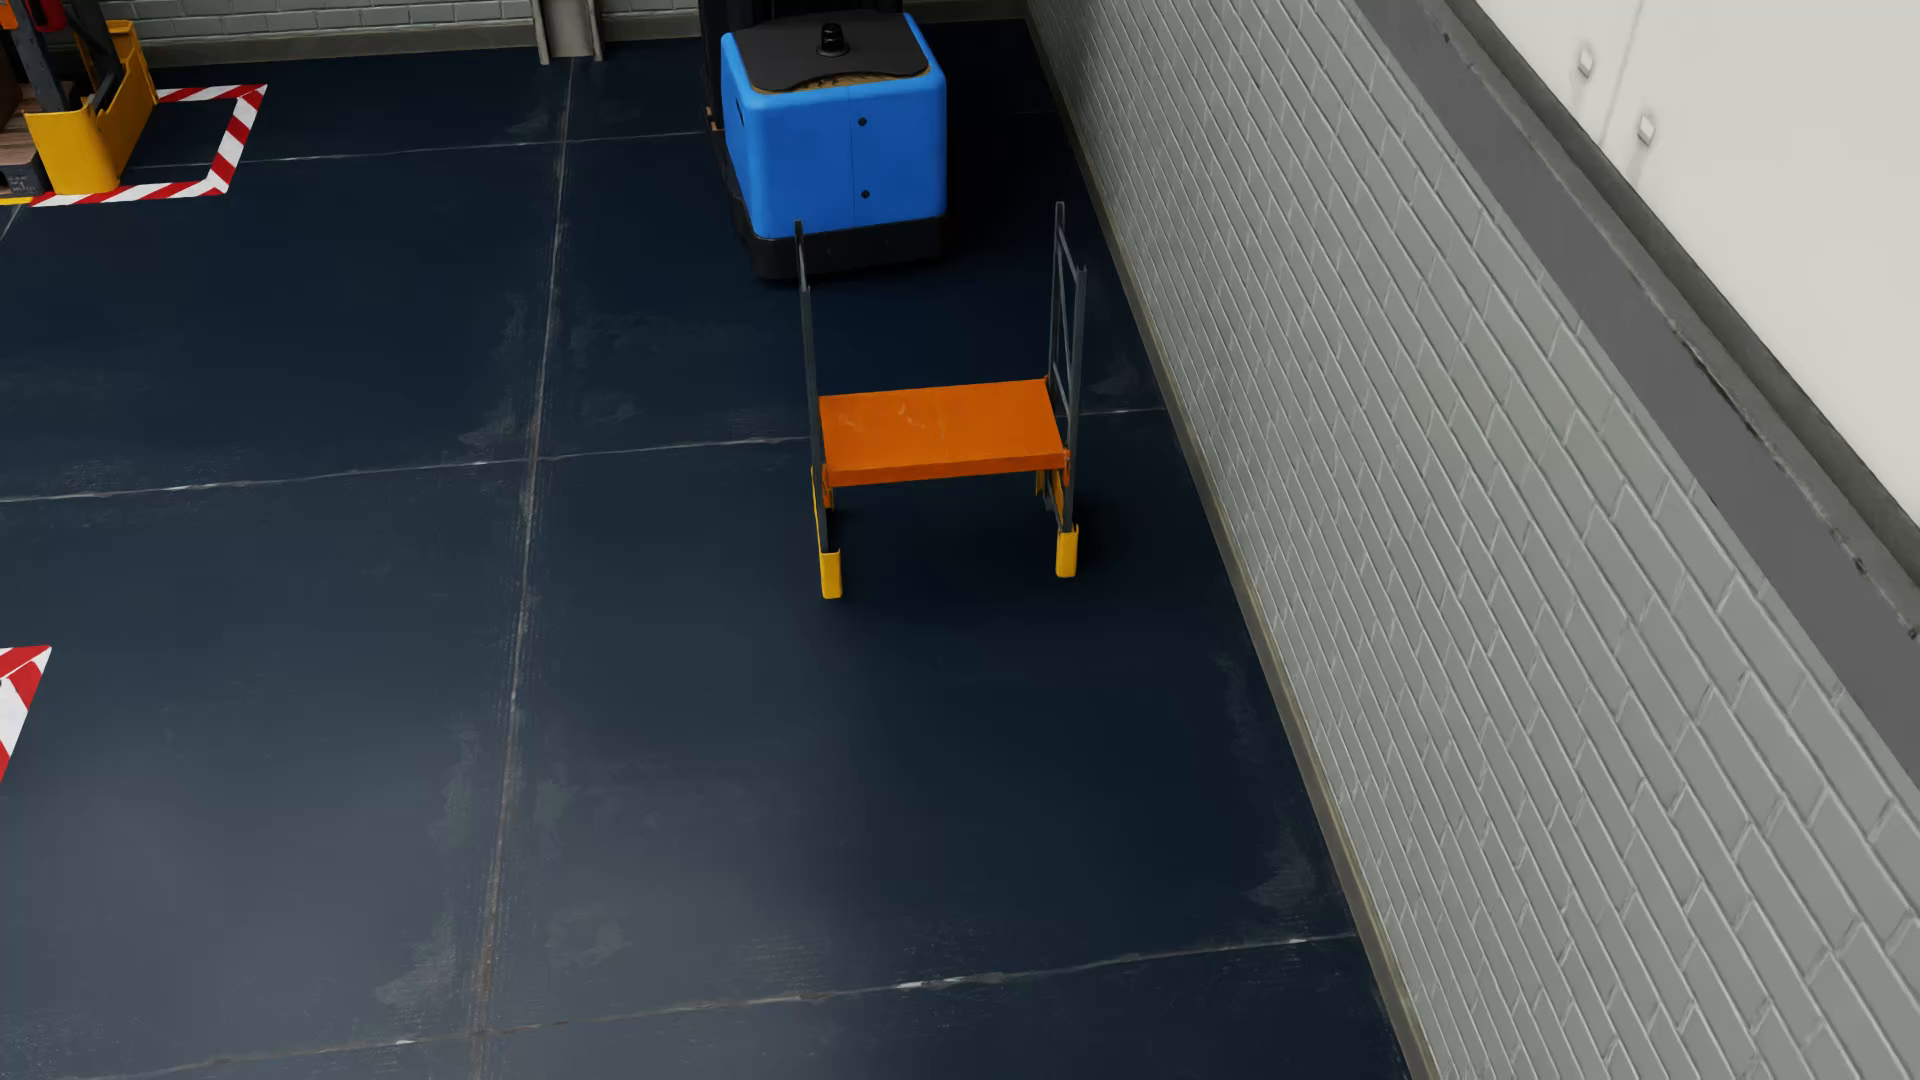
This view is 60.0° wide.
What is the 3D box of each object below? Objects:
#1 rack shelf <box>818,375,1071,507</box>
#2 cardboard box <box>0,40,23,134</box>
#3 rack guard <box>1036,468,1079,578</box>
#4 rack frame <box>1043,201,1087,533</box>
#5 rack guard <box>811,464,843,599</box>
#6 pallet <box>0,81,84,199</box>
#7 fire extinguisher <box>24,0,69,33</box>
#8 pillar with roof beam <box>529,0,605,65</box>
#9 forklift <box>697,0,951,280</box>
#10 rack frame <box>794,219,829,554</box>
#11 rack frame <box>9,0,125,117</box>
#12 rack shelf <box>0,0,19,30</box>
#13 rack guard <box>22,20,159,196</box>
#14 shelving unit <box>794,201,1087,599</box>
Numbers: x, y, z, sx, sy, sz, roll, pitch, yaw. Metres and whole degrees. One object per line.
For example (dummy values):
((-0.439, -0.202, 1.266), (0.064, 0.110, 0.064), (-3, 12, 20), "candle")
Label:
((-0.085, -0.416, 6.860), (1.000, 0.185, 0.538), (-5, 42, -6), "rack shelf")
((-5.745, -2.559, 9.401), (0.500, 0.500, 0.700), (-5, 42, -6), "cardboard box")
((0.418, -0.129, 7.207), (0.087, 0.250, 0.587), (-5, 42, -6), "rack guard")
((0.419, -0.594, 6.788), (0.032, 1.500, 0.500), (-5, 42, -6), "rack frame")
((-0.569, -0.043, 7.111), (0.087, 0.250, 0.587), (-5, 42, -6), "rack guard")
((-5.847, -2.302, 9.645), (1.213, 0.211, 1.003), (-5, 42, -6), "pallet")
((-4.855, -2.998, 8.671), (0.183, 0.674, 0.296), (-5, 42, -6), "fire extinguisher")
((-1.941, -3.636, 4.563), (0.400, 9.000, 9.100), (-5, 42, -6), "pillar with roof beam")
((-0.918, -3.441, 8.877), (1.130, 2.935, 3.031), (-10, 43, -11), "forklift")
((-0.589, -0.505, 6.691), (0.032, 1.500, 0.500), (-5, 42, -6), "rack frame")
((-5.064, -3.459, 8.845), (0.127, 3.000, 1.000), (-5, 42, -6), "rack frame")
((-7.047, -3.018, 8.894), (4.000, 0.370, 1.077), (-5, 42, -6), "rack shelf")
((-5.041, -2.533, 9.685), (0.348, 0.500, 1.175), (-5, 42, -6), "rack guard")
((-0.076, -0.550, 6.740), (1.083, 1.500, 0.587), (-5, 42, -6), "shelving unit")
